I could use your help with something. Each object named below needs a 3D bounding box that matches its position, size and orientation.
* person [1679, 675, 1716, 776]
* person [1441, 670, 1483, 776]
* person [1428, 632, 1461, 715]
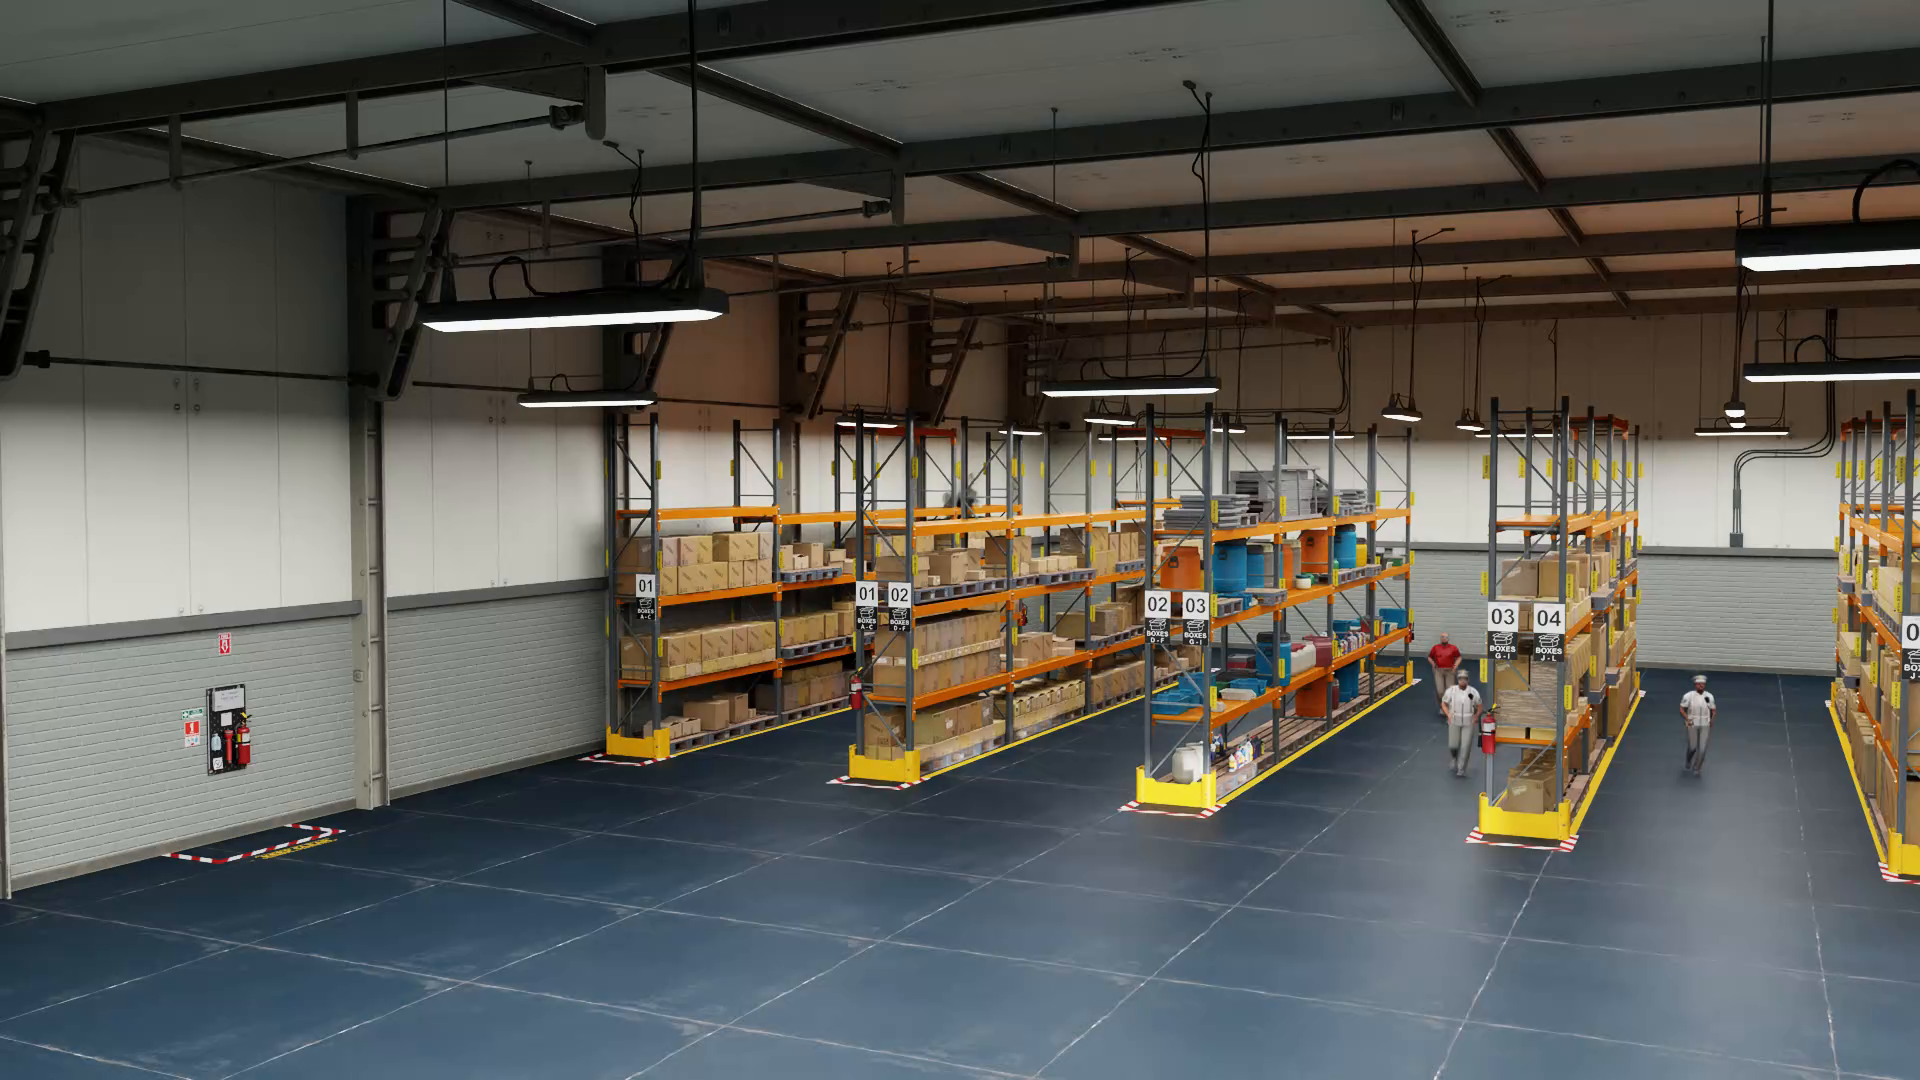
[{"bbox_3d":[12.082,3.028,27.199,0.557,1.654,0.549,1,2,12],"label":"person"},{"bbox_3d":[8.225,2.986,27.250,0.647,1.730,0.597,1,2,14],"label":"person"},{"bbox_3d":[9.900,2.734,33.993,0.659,1.668,0.600,1,3,18],"label":"person"}]
